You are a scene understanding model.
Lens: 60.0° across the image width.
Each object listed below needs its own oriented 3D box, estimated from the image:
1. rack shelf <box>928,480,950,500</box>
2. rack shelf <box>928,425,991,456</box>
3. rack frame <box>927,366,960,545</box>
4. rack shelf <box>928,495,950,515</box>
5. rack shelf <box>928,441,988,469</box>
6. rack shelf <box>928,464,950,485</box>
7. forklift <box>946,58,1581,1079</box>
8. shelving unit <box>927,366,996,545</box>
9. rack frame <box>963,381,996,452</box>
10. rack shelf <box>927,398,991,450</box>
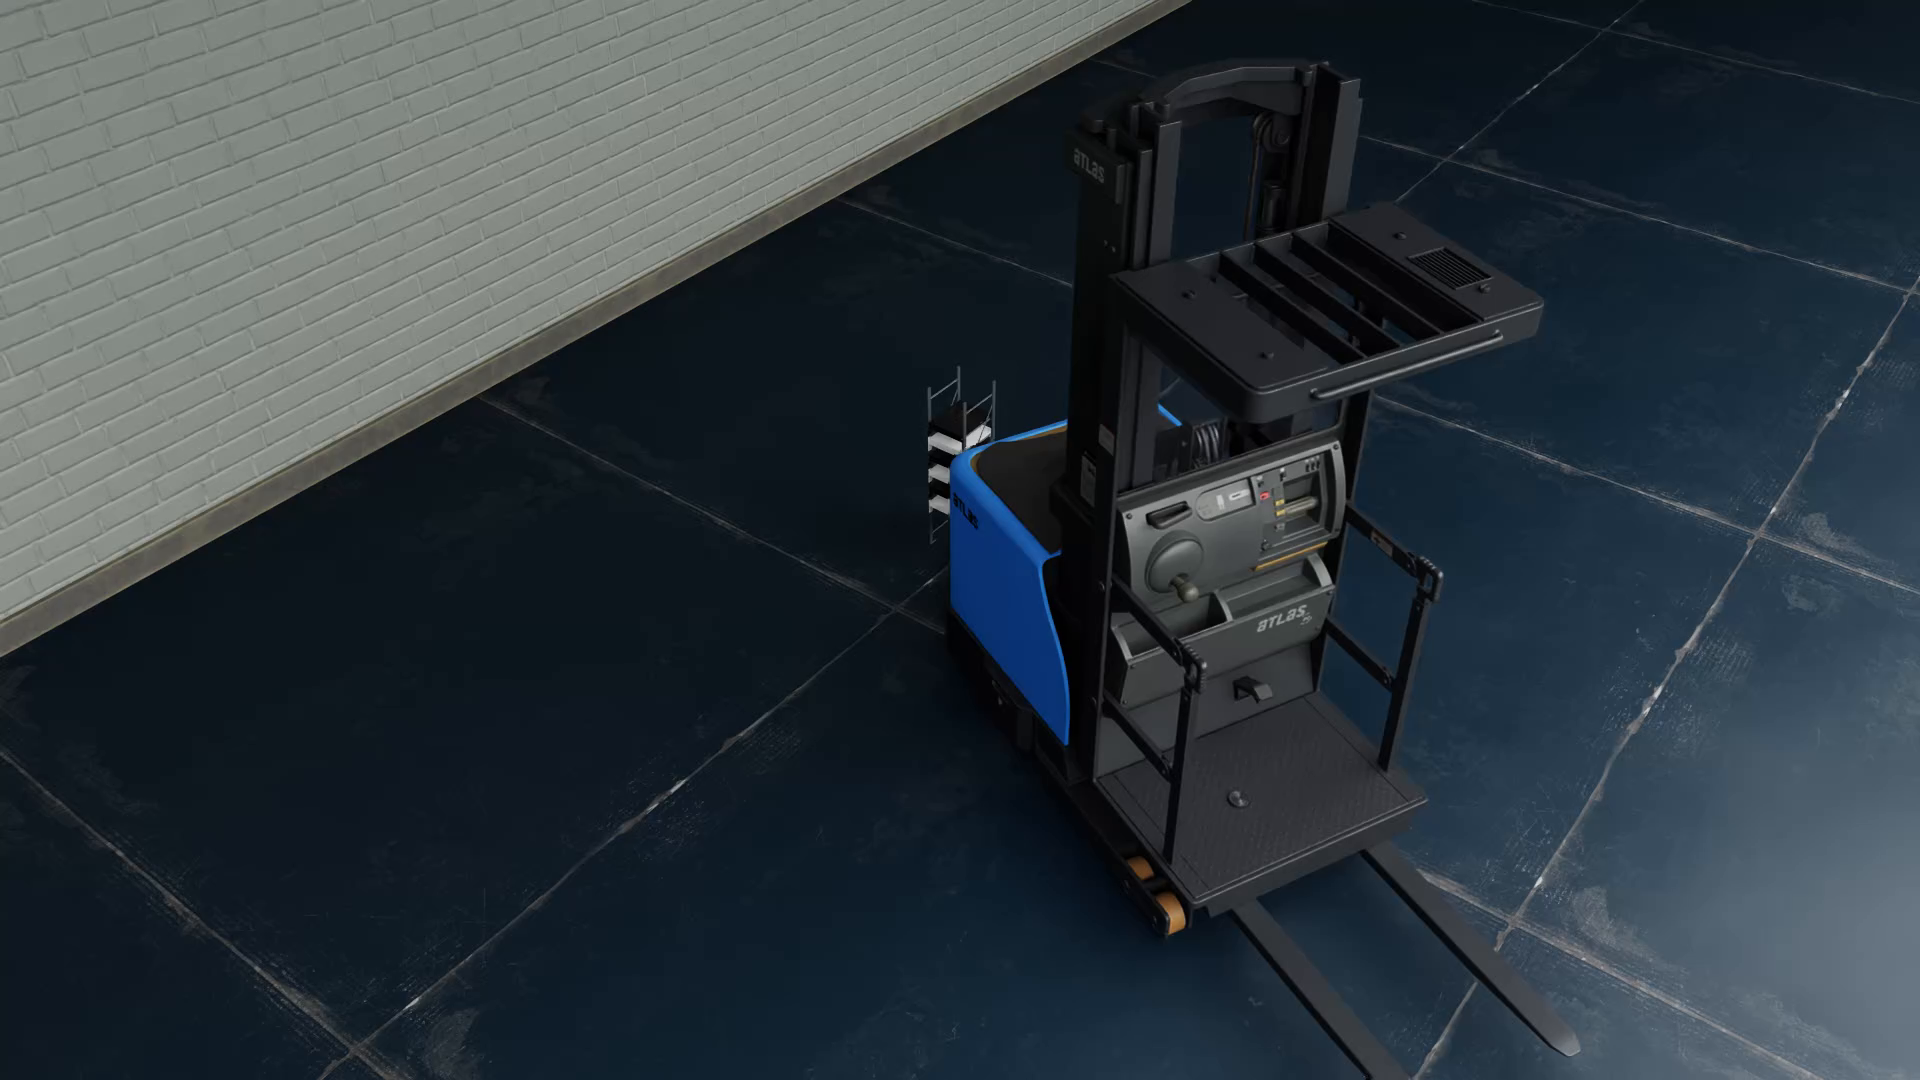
[{"bbox_3d":[0.006,-0.254,7.905,0.200,0.077,0.258,25,45,29],"label":"rack shelf"},{"bbox_3d":[0.006,-0.467,7.739,0.200,0.077,0.258,25,45,29],"label":"rack shelf"},{"bbox_3d":[-0.074,-0.389,7.878,0.006,0.900,0.240,25,45,29],"label":"rack frame"},{"bbox_3d":[0.006,-0.183,7.961,0.200,0.077,0.258,25,45,29],"label":"rack shelf"},{"bbox_3d":[0.006,-0.396,7.795,0.200,0.077,0.258,25,45,29],"label":"rack shelf"},{"bbox_3d":[0.006,-0.325,7.850,0.200,0.077,0.258,25,45,29],"label":"rack shelf"},{"bbox_3d":[1.077,0.003,5.729,1.130,2.935,3.031,-18,42,-22],"label":"forklift"},{"bbox_3d":[0.006,-0.351,7.829,0.210,0.900,0.258,25,45,29],"label":"shelving unit"},{"bbox_3d":[0.087,-0.313,7.781,0.006,0.900,0.240,25,45,29],"label":"rack frame"},{"bbox_3d":[0.006,-0.538,7.684,0.200,0.077,0.258,25,45,29],"label":"rack shelf"}]
